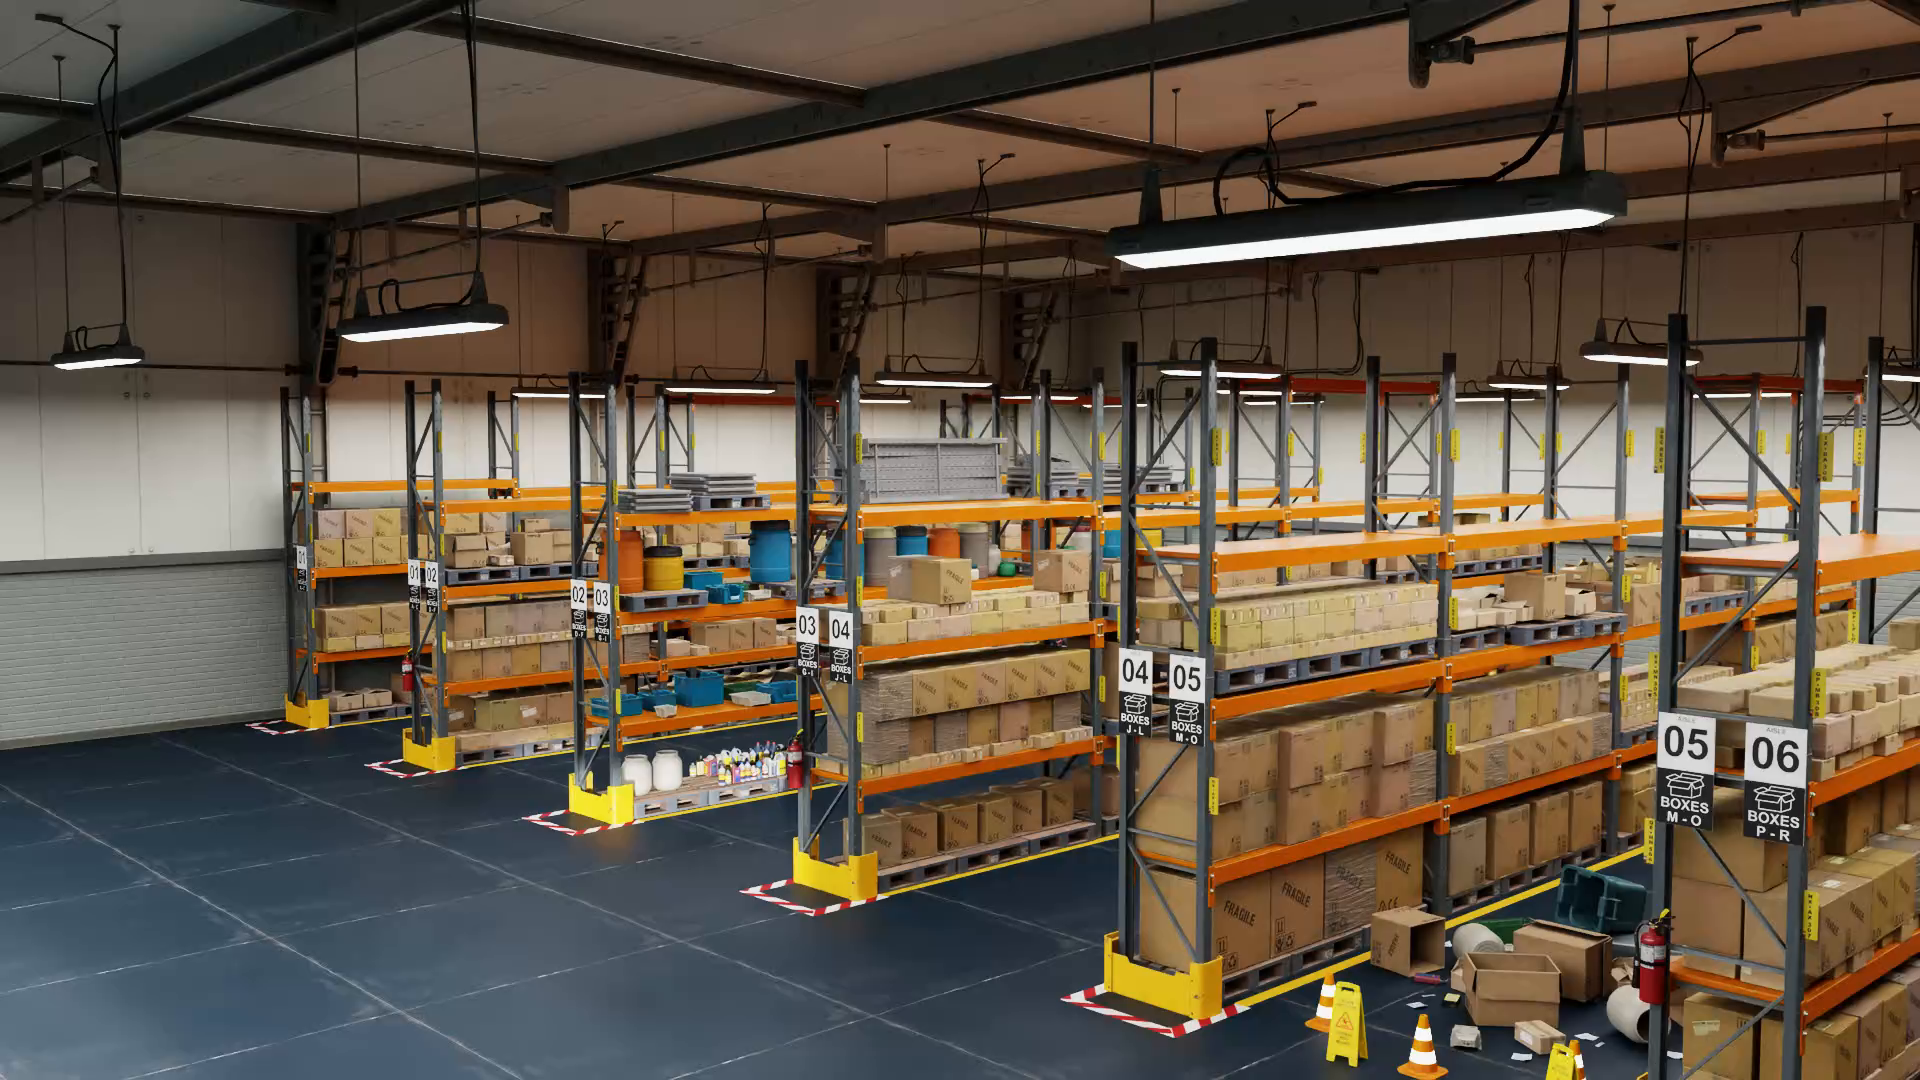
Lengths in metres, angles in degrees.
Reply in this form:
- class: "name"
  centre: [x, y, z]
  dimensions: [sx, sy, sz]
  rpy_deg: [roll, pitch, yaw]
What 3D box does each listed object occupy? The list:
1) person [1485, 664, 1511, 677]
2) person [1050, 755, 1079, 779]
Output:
- class: "person"
  centre: [8.357, 2.614, 25.677]
  dimensions: [0.738, 1.725, 0.671]
  rpy_deg: [-3, 5, -43]
- class: "person"
  centre: [1.456, 2.765, 23.733]
  dimensions: [0.639, 1.831, 0.731]
  rpy_deg: [3, 5, 43]
